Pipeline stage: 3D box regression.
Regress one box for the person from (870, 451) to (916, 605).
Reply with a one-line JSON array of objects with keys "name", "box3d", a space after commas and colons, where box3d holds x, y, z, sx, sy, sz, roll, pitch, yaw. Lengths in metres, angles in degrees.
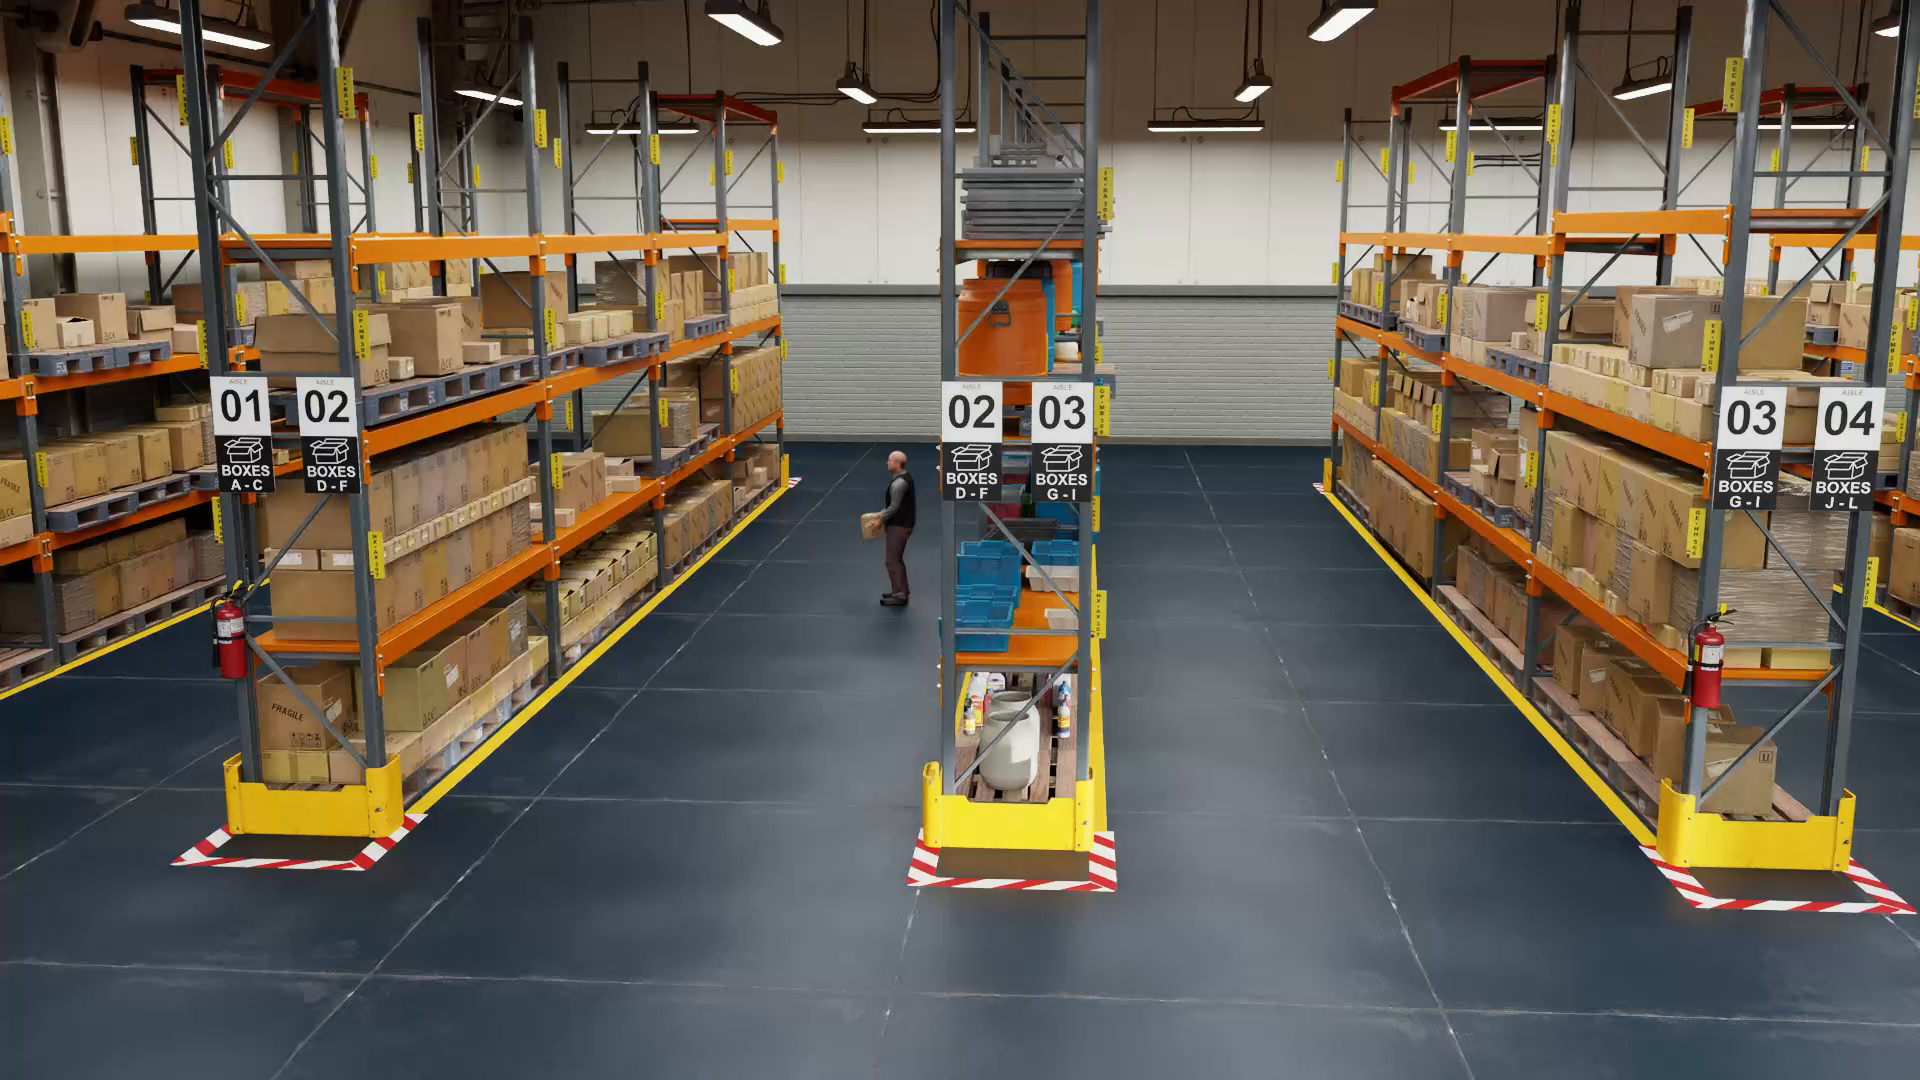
[{"name": "person", "box3d": [-0.749, -0.144, 18.738, 0.504, 1.727, 0.539, 1, 11, 3]}]
